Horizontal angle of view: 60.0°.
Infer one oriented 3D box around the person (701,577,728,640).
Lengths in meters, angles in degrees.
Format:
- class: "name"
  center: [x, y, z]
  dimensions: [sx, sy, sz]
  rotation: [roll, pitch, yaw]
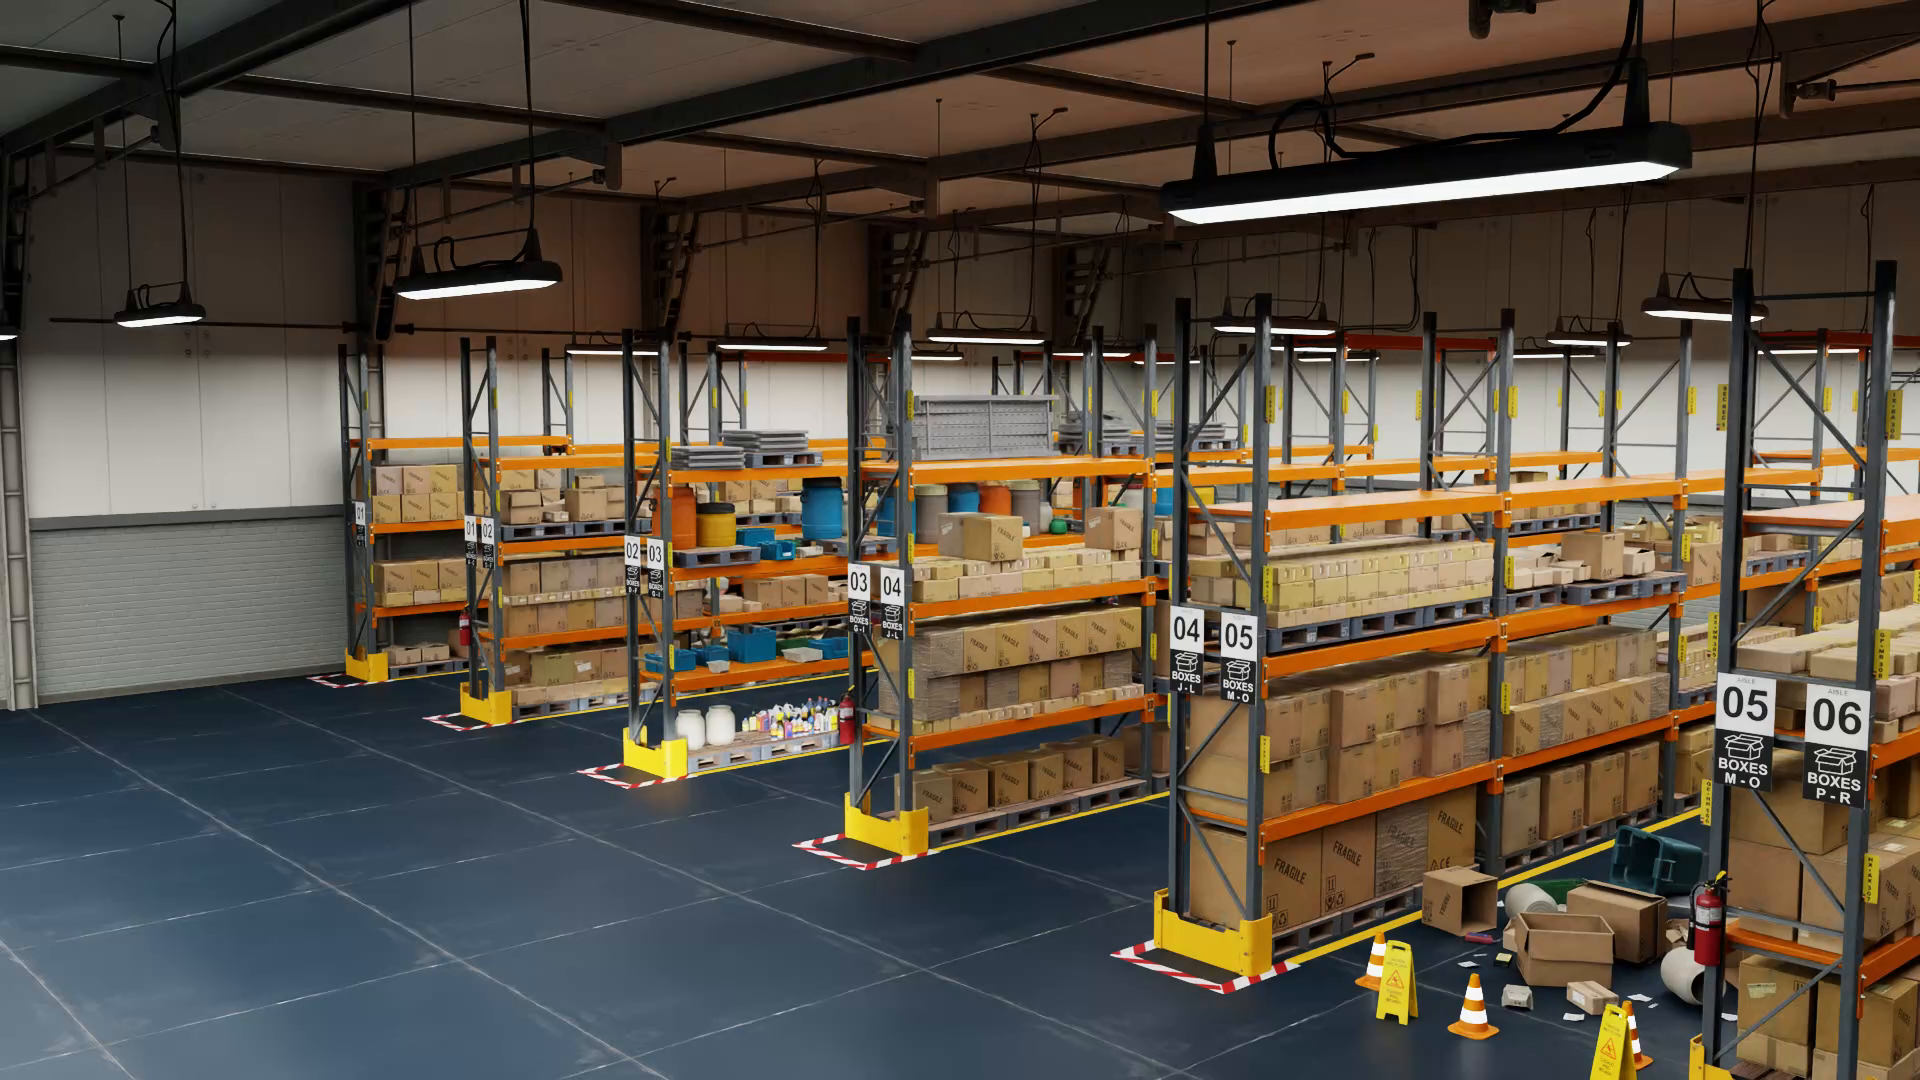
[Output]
- class: "person"
  center: [-4.968, 1.321, 33.084]
  dimensions: [0.561, 1.804, 0.668]
  rotation: [4, 6, 35]
